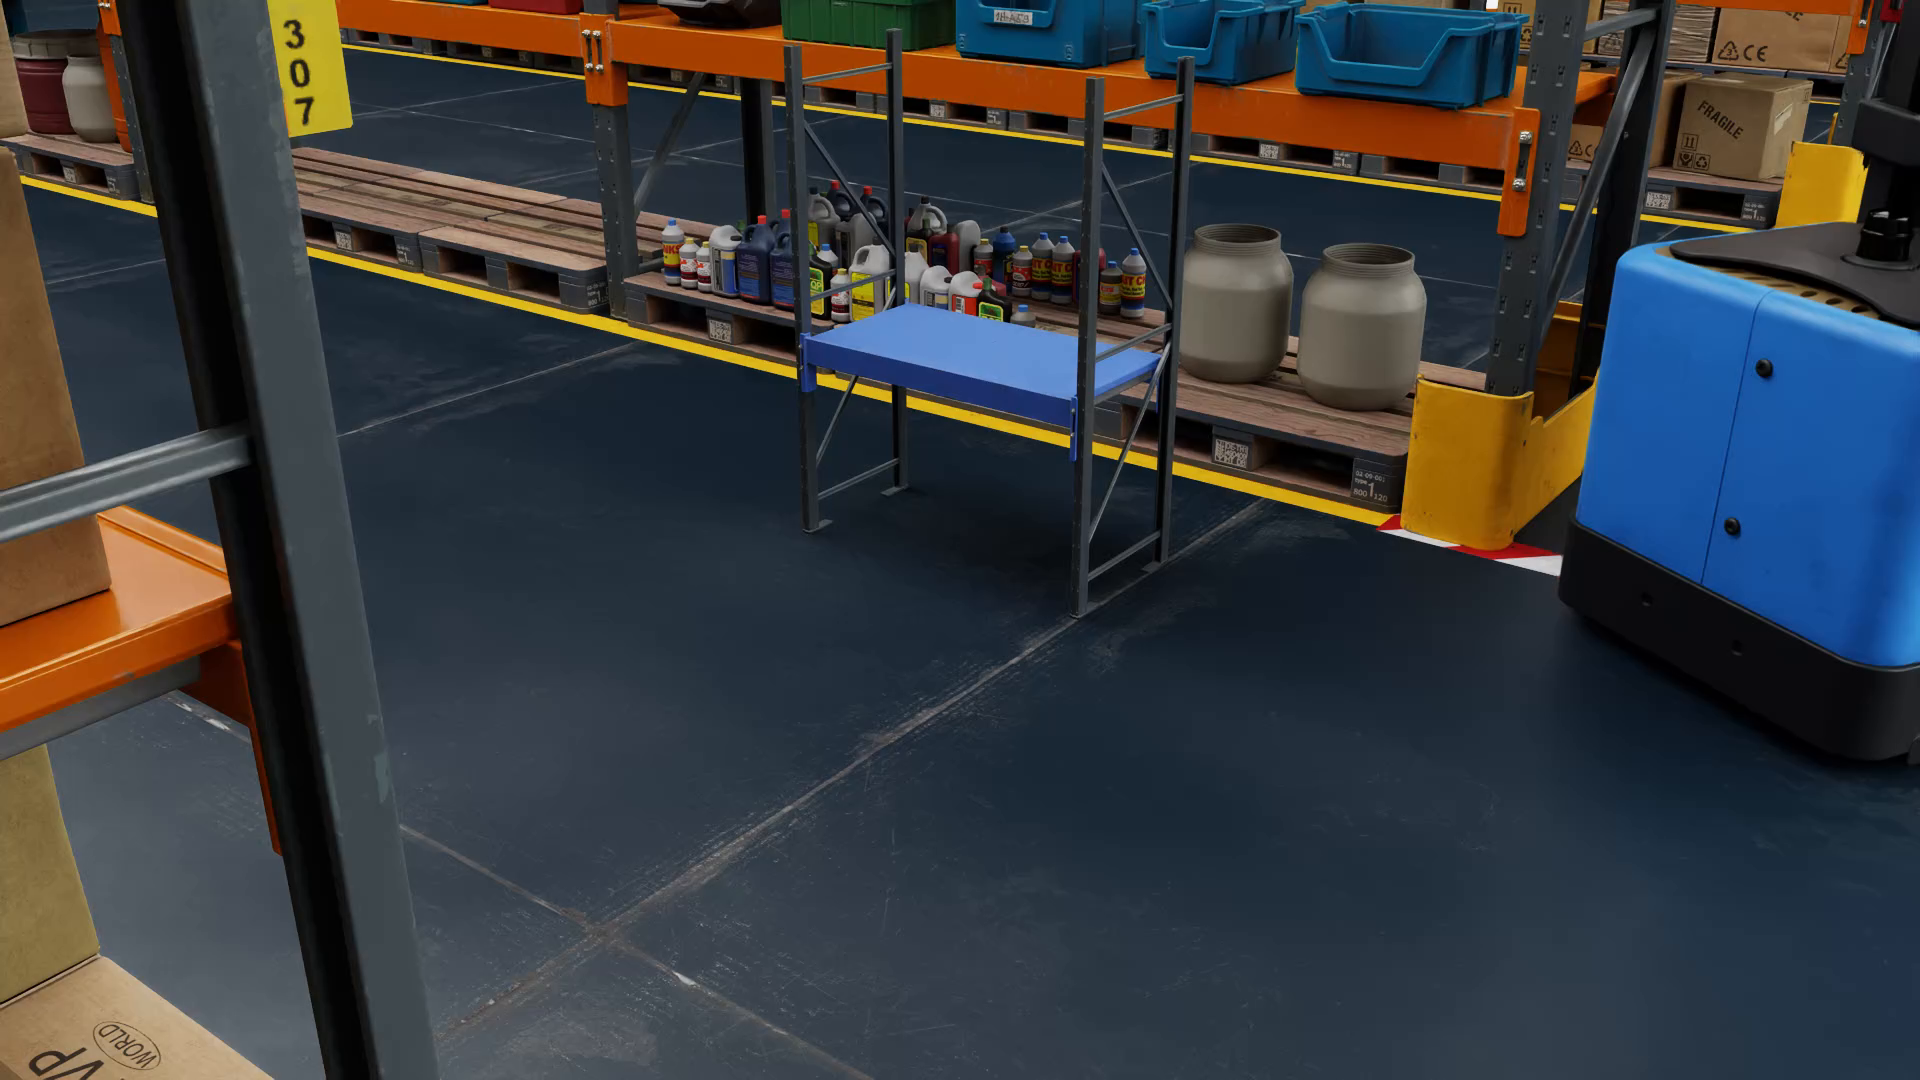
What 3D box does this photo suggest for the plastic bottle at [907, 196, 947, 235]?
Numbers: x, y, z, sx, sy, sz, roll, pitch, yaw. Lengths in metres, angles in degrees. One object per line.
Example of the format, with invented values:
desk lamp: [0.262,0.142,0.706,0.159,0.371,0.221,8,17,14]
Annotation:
plastic bottle: [-0.133,-1.323,7.273,0.185,0.351,0.144,17,29,33]

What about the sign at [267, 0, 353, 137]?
sign: [-0.669,-0.567,1.645,0.005,0.325,0.100,17,29,33]

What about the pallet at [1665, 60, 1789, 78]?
pallet: [6.335,-3.915,13.875,1.213,0.211,1.003,17,29,33]

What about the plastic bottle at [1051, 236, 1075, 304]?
plastic bottle: [0.429,-1.129,6.930,0.097,0.271,0.097,0,24,0]

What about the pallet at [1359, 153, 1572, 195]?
pallet: [3.276,-2.398,10.430,1.213,0.211,1.003,17,29,33]

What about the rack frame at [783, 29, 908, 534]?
rack frame: [-0.339,-0.789,5.180,0.032,1.500,0.500,17,29,33]

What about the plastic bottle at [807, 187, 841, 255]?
plastic bottle: [-0.632,-1.401,7.450,0.185,0.351,0.144,17,29,33]

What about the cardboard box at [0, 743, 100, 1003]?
cardboard box: [-1.703,0.444,2.481,0.500,0.500,0.500,17,29,33]

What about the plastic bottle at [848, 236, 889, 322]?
plastic bottle: [-0.345,-1.033,6.614,0.185,0.351,0.144,17,29,33]

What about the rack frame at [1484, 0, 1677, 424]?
rack frame: [1.967,-1.554,5.057,0.127,3.000,1.000,17,29,33]

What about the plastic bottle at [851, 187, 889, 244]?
plastic bottle: [-0.392,-1.401,7.450,0.185,0.351,0.144,15,28,31]

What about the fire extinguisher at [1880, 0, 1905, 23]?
fire extinguisher: [4.753,-2.941,8.300,0.183,0.674,0.296,17,29,33]

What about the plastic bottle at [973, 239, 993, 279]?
plastic bottle: [0.105,-1.195,7.166,0.097,0.201,0.097,0,24,0]

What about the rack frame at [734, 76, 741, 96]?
rack frame: [-1.464,-5.087,13.075,0.127,3.000,1.000,17,29,33]

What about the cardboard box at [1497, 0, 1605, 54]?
cardboard box: [5.254,-4.741,14.403,0.875,0.875,0.875,17,29,34]

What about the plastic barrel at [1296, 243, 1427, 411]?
plastic barrel: [1.395,-0.742,5.780,0.421,0.512,0.421,0,24,0]

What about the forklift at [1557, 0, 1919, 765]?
forklift: [3.256,-1.182,4.297,3.031,2.935,1.130,-10,26,-21]

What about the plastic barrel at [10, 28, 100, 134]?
plastic barrel: [-5.740,-2.963,10.725,0.708,0.588,0.600,17,29,33]

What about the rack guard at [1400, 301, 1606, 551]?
rack guard: [1.878,-0.414,5.569,0.348,0.500,1.175,17,29,33]

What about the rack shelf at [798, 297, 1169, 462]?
rack shelf: [0.068,-0.501,4.973,1.000,0.185,0.538,17,29,33]

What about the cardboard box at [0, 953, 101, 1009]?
cardboard box: [-1.704,0.788,2.631,0.500,0.250,0.500,17,29,33]

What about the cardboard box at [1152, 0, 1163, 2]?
cardboard box: [2.025,-5.649,16.620,0.750,0.750,1.050,16,29,33]

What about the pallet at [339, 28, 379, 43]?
pallet: [-6.206,-5.282,16.976,1.213,0.211,1.003,17,29,33]

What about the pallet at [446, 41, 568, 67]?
pallet: [-4.002,-4.616,15.464,1.213,0.211,1.003,17,29,33]

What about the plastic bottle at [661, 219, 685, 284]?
plastic bottle: [-1.241,-1.256,7.218,0.097,0.271,0.097,0,24,0]

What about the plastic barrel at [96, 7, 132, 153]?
plastic barrel: [-4.836,-2.801,10.057,0.708,0.830,0.600,17,29,33]

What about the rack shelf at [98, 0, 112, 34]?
rack shelf: [-6.035,-3.643,10.691,4.000,0.370,1.077,17,29,33]

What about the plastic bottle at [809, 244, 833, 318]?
plastic bottle: [-0.578,-1.052,6.740,0.133,0.283,0.061,18,30,36]

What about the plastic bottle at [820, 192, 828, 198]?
plastic bottle: [-0.651,-1.470,7.689,0.133,0.283,0.061,19,30,36]

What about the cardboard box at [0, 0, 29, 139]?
cardboard box: [-1.191,-0.464,1.654,0.250,0.149,0.380,17,29,33]

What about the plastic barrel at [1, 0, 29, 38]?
plastic barrel: [-6.643,-3.380,11.282,0.708,0.901,0.600,17,29,33]

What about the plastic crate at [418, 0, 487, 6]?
plastic crate: [-2.303,-2.681,7.634,0.575,0.384,0.392,17,29,33]

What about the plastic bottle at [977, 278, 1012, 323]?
plastic bottle: [0.130,-0.838,6.254,0.133,0.283,0.061,18,29,35]

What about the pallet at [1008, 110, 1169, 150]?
pallet: [1.113,-3.031,11.868,1.213,0.211,1.003,17,29,33]

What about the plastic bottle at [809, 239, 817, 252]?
plastic bottle: [-0.648,-1.149,6.976,0.097,0.271,0.097,0,24,0]

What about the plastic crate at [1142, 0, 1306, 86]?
plastic crate: [0.871,-1.670,5.503,0.408,0.251,0.499,17,29,33]

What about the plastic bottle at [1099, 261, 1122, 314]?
plastic bottle: [0.621,-1.039,6.813,0.097,0.201,0.097,0,24,0]

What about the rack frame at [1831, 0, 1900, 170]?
rack frame: [4.938,-3.152,8.684,0.127,3.000,1.000,17,29,33]

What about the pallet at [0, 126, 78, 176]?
pallet: [-6.062,-2.685,11.082,1.213,0.211,1.003,17,29,33]

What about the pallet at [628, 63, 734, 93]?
pallet: [-2.049,-4.026,14.125,1.213,0.211,1.003,17,29,33]

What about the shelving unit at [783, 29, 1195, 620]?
shelving unit: [0.068,-0.666,4.901,1.048,1.500,0.538,17,29,33]

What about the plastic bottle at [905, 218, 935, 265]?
plastic bottle: [-0.174,-1.253,7.197,0.133,0.283,0.061,17,29,33]

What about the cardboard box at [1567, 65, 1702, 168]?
cardboard box: [3.949,-2.490,9.762,0.500,0.500,0.500,-17,29,-34]

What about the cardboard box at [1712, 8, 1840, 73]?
cardboard box: [6.706,-4.303,13.410,0.875,0.875,0.875,16,29,32]

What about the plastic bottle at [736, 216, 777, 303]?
plastic bottle: [-0.836,-1.182,6.951,0.185,0.351,0.144,18,29,35]

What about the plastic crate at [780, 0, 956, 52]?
plastic crate: [-0.317,-2.005,6.344,0.662,0.188,0.450,17,29,33]

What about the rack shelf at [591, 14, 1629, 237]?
rack shelf: [0.367,-1.709,6.300,4.000,0.370,1.077,17,29,33]

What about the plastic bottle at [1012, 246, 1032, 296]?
plastic bottle: [0.270,-1.145,7.053,0.097,0.201,0.097,0,24,0]

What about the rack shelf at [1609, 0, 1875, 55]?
rack shelf: [3.337,-3.307,9.927,4.000,0.370,1.077,17,29,33]

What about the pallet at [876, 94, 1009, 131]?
pallet: [0.133,-3.326,12.537,1.213,0.211,1.003,17,29,33]

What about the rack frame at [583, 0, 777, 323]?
rack frame: [-1.233,-2.522,7.253,0.127,3.000,1.000,17,29,33]

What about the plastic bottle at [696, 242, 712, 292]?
plastic bottle: [-1.079,-1.175,7.121,0.097,0.201,0.097,0,24,0]

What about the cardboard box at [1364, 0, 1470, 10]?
cardboard box: [4.242,-4.979,15.100,0.750,0.750,1.050,17,29,33]

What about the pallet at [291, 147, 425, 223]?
pallet: [-3.838,-2.013,9.557,1.213,0.211,1.003,17,29,33]

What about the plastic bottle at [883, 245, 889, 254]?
plastic bottle: [-0.276,-1.053,6.752,0.135,0.276,0.152,17,29,33]

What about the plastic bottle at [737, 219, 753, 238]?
plastic bottle: [-0.903,-1.226,7.137,0.133,0.283,0.061,17,29,33]

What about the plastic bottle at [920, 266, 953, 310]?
plastic bottle: [-0.062,-0.915,6.439,0.135,0.276,0.152,16,28,32]

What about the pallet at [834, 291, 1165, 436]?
pallet: [0.259,-0.775,6.747,1.213,0.211,1.003,17,29,33]
